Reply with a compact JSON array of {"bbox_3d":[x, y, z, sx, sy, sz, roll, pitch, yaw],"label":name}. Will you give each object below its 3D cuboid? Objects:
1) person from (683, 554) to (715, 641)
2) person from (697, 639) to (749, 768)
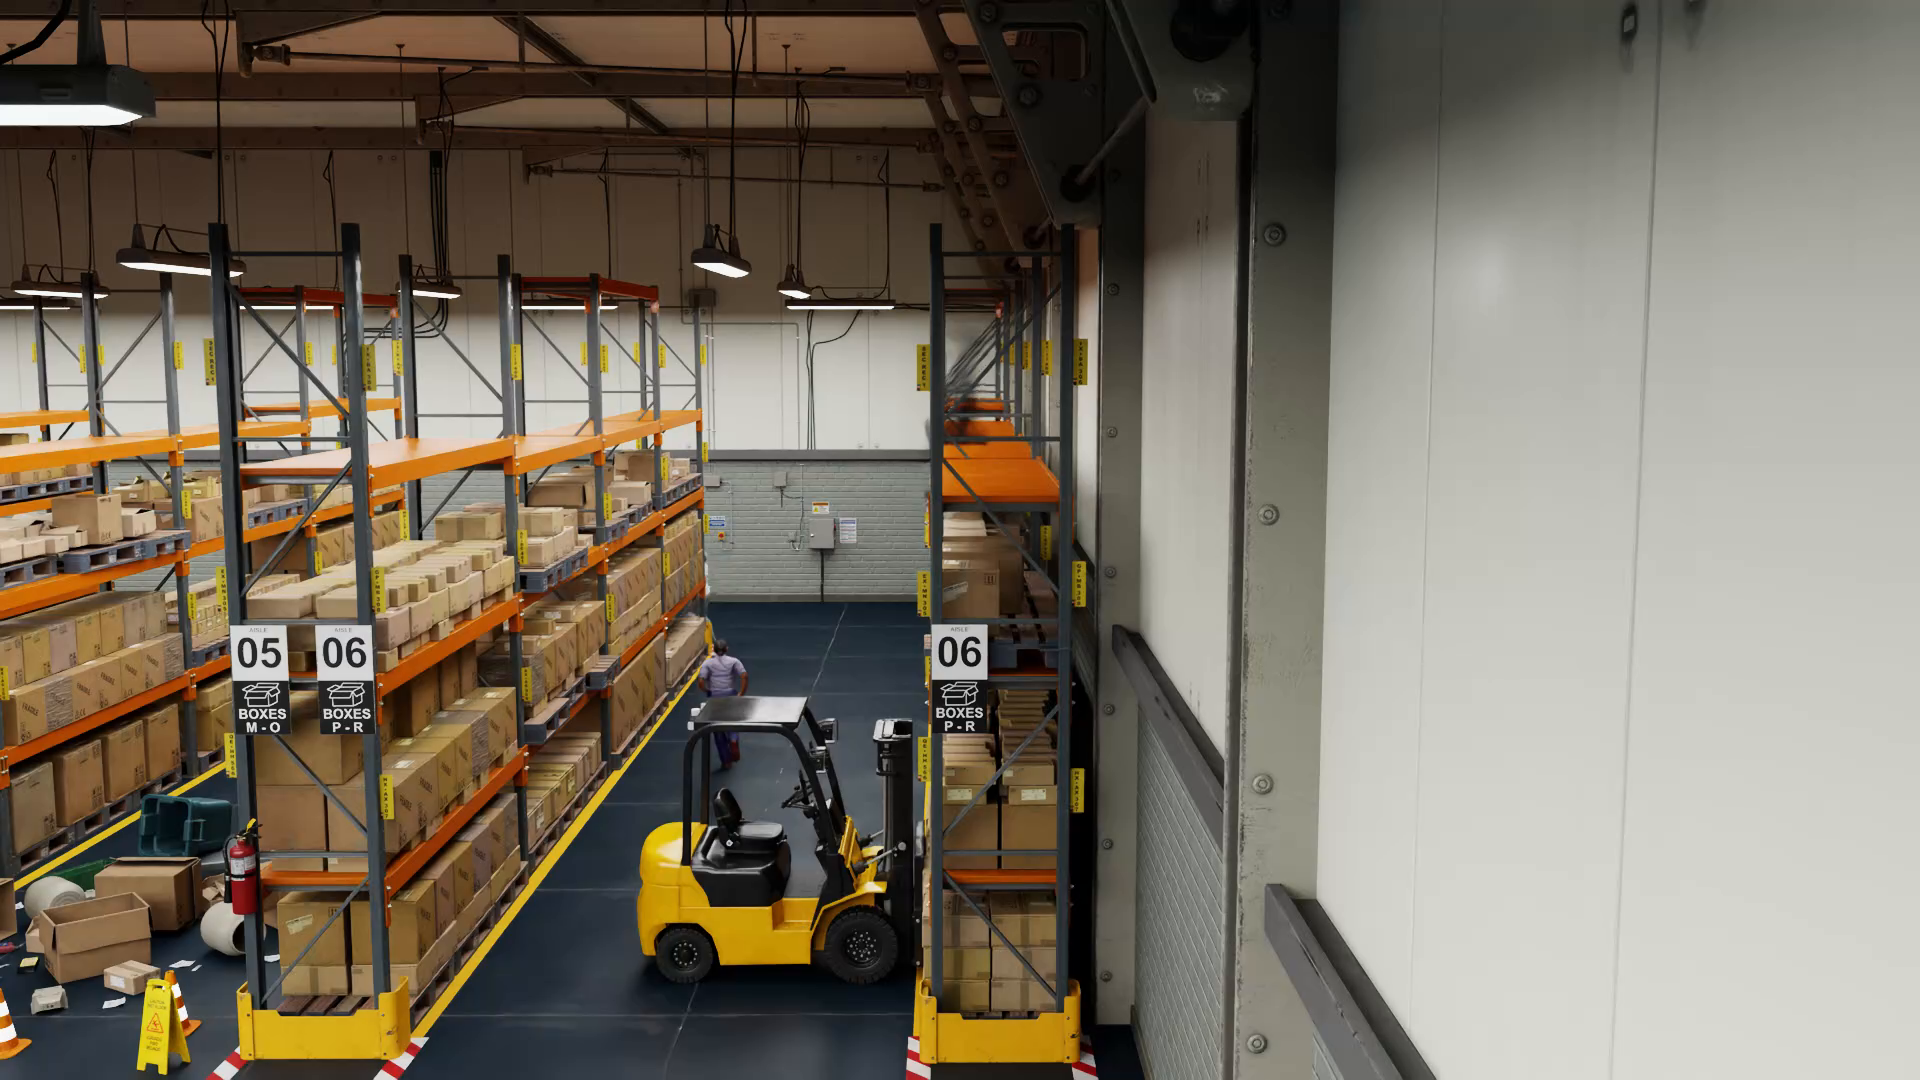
[{"bbox_3d":[-4.598,0.959,29.030,0.664,1.648,0.551,3,7,21],"label":"person"},{"bbox_3d":[-2.908,2.009,20.385,0.618,1.607,0.539,-2,7,-13],"label":"person"}]
